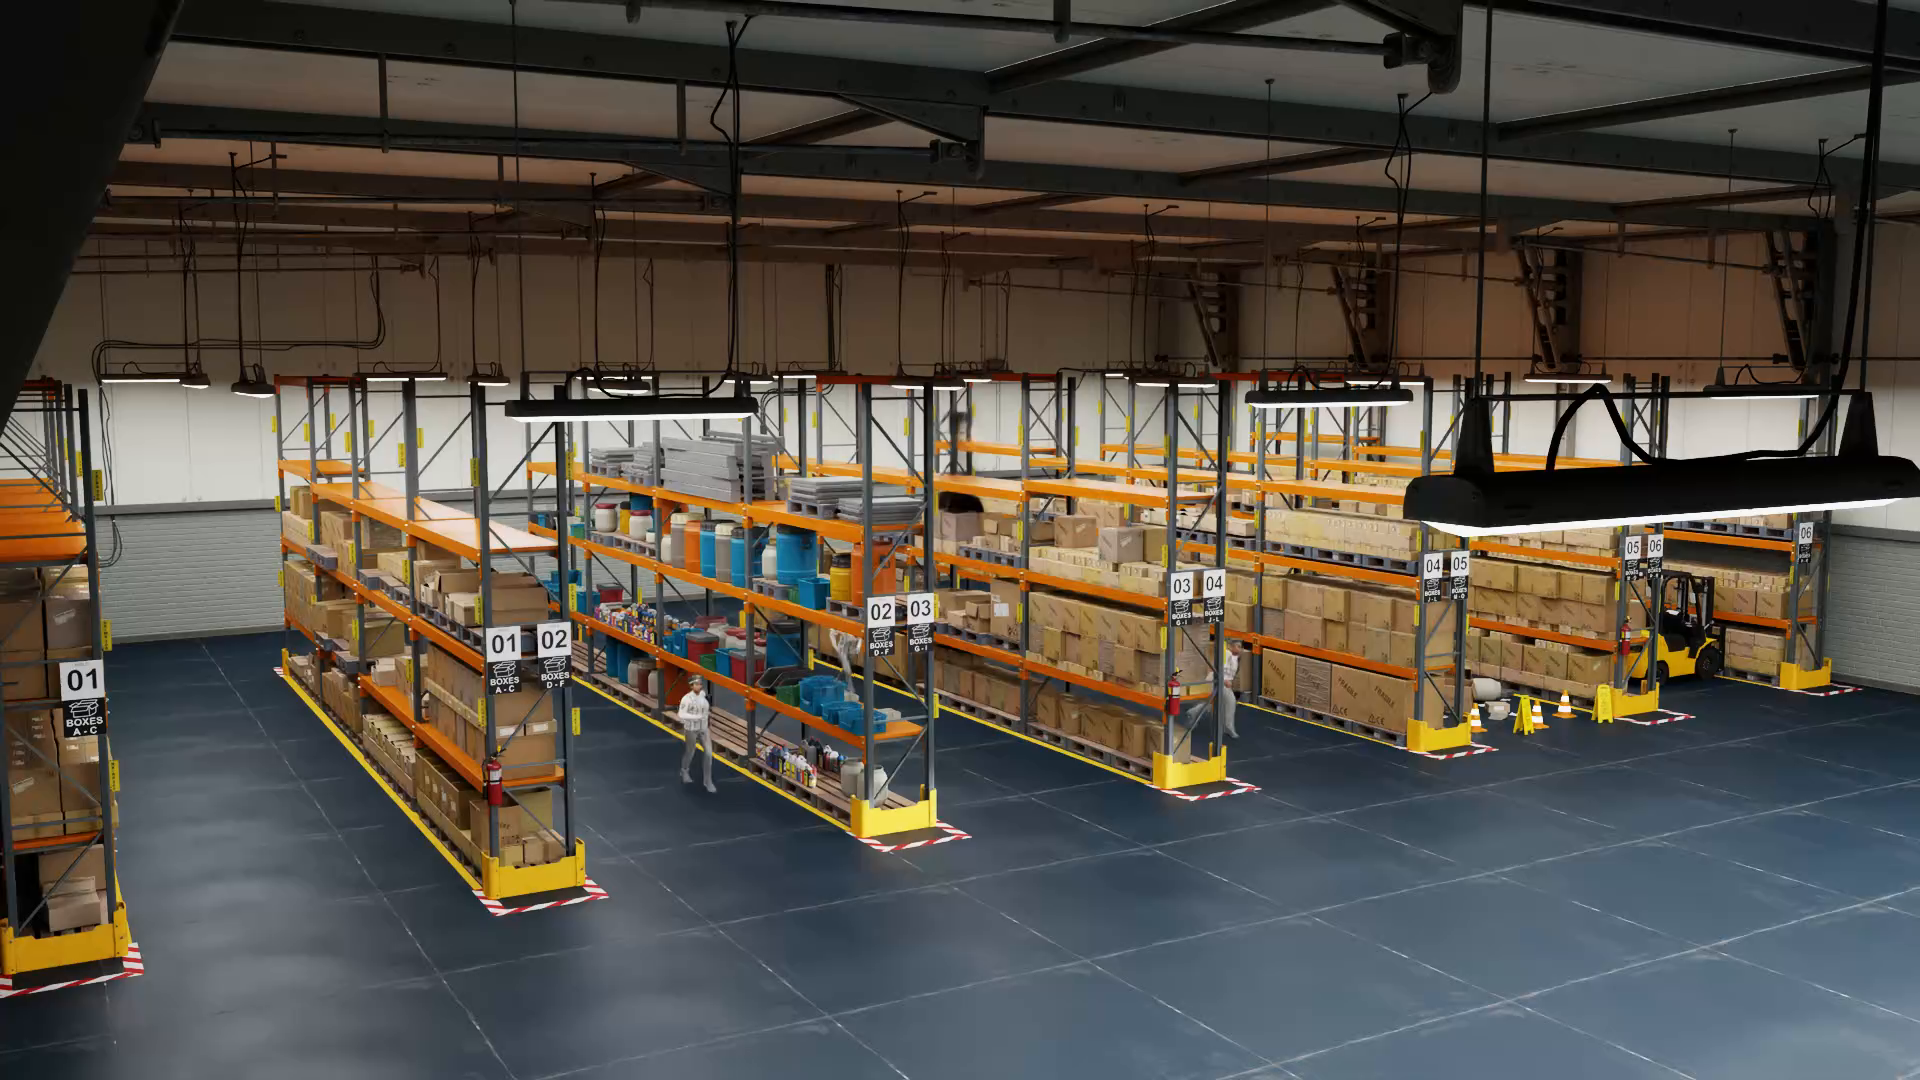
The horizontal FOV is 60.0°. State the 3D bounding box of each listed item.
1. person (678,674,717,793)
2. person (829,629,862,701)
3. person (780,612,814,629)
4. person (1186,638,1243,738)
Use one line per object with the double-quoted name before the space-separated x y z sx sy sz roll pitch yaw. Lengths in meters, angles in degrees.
"person" -3.898 2.815 24.434 0.598 1.743 0.780 -5 8 -37
"person" -2.144 2.164 31.099 0.654 1.628 0.967 -3 7 -22
"person" -3.319 1.917 33.521 0.662 1.555 1.068 -3 7 -22
"person" 4.297 2.459 28.028 1.009 1.720 0.693 4 7 32
